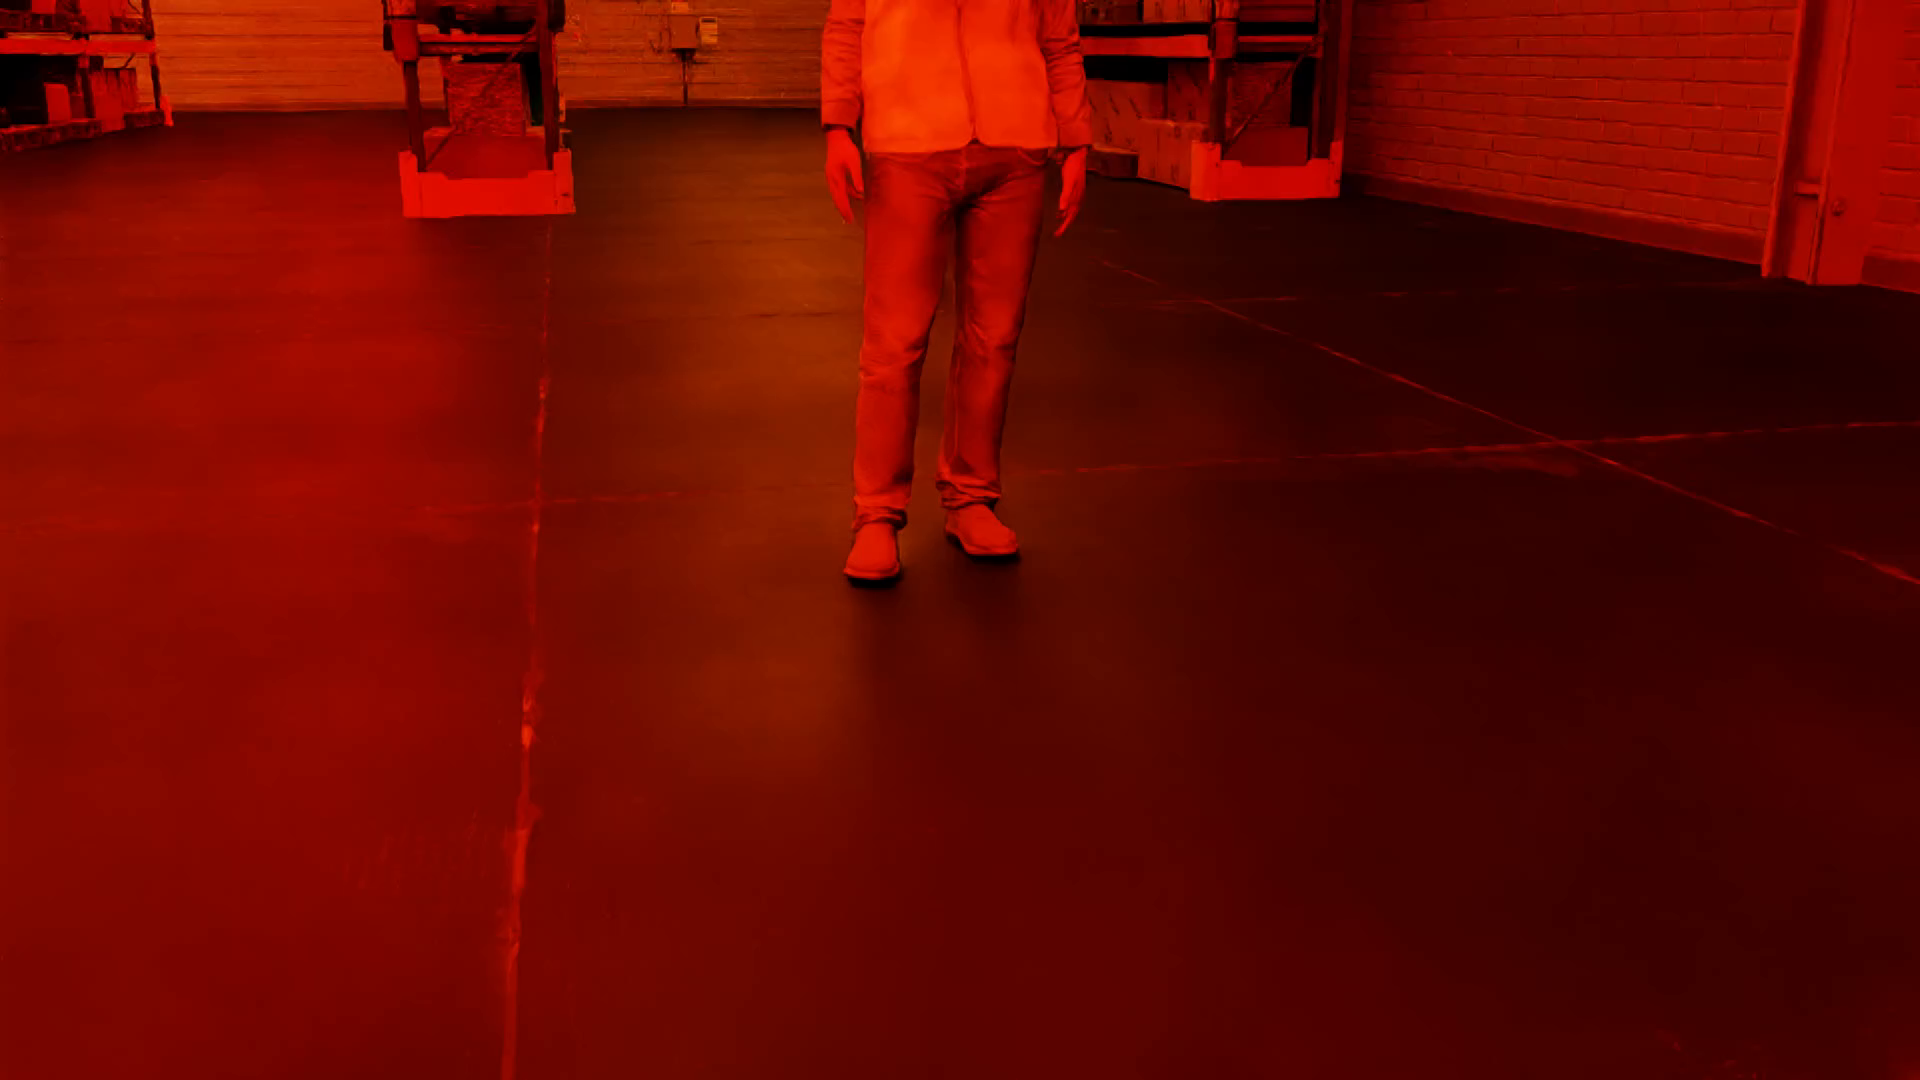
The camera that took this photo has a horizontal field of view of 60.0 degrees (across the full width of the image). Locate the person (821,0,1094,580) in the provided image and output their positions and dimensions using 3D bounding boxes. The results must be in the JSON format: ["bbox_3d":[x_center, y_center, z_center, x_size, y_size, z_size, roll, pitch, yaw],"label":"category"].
[{"bbox_3d":[0.006,-0.839,3.701,0.632,1.773,0.567,-4,17,-12],"label":"person"}]
